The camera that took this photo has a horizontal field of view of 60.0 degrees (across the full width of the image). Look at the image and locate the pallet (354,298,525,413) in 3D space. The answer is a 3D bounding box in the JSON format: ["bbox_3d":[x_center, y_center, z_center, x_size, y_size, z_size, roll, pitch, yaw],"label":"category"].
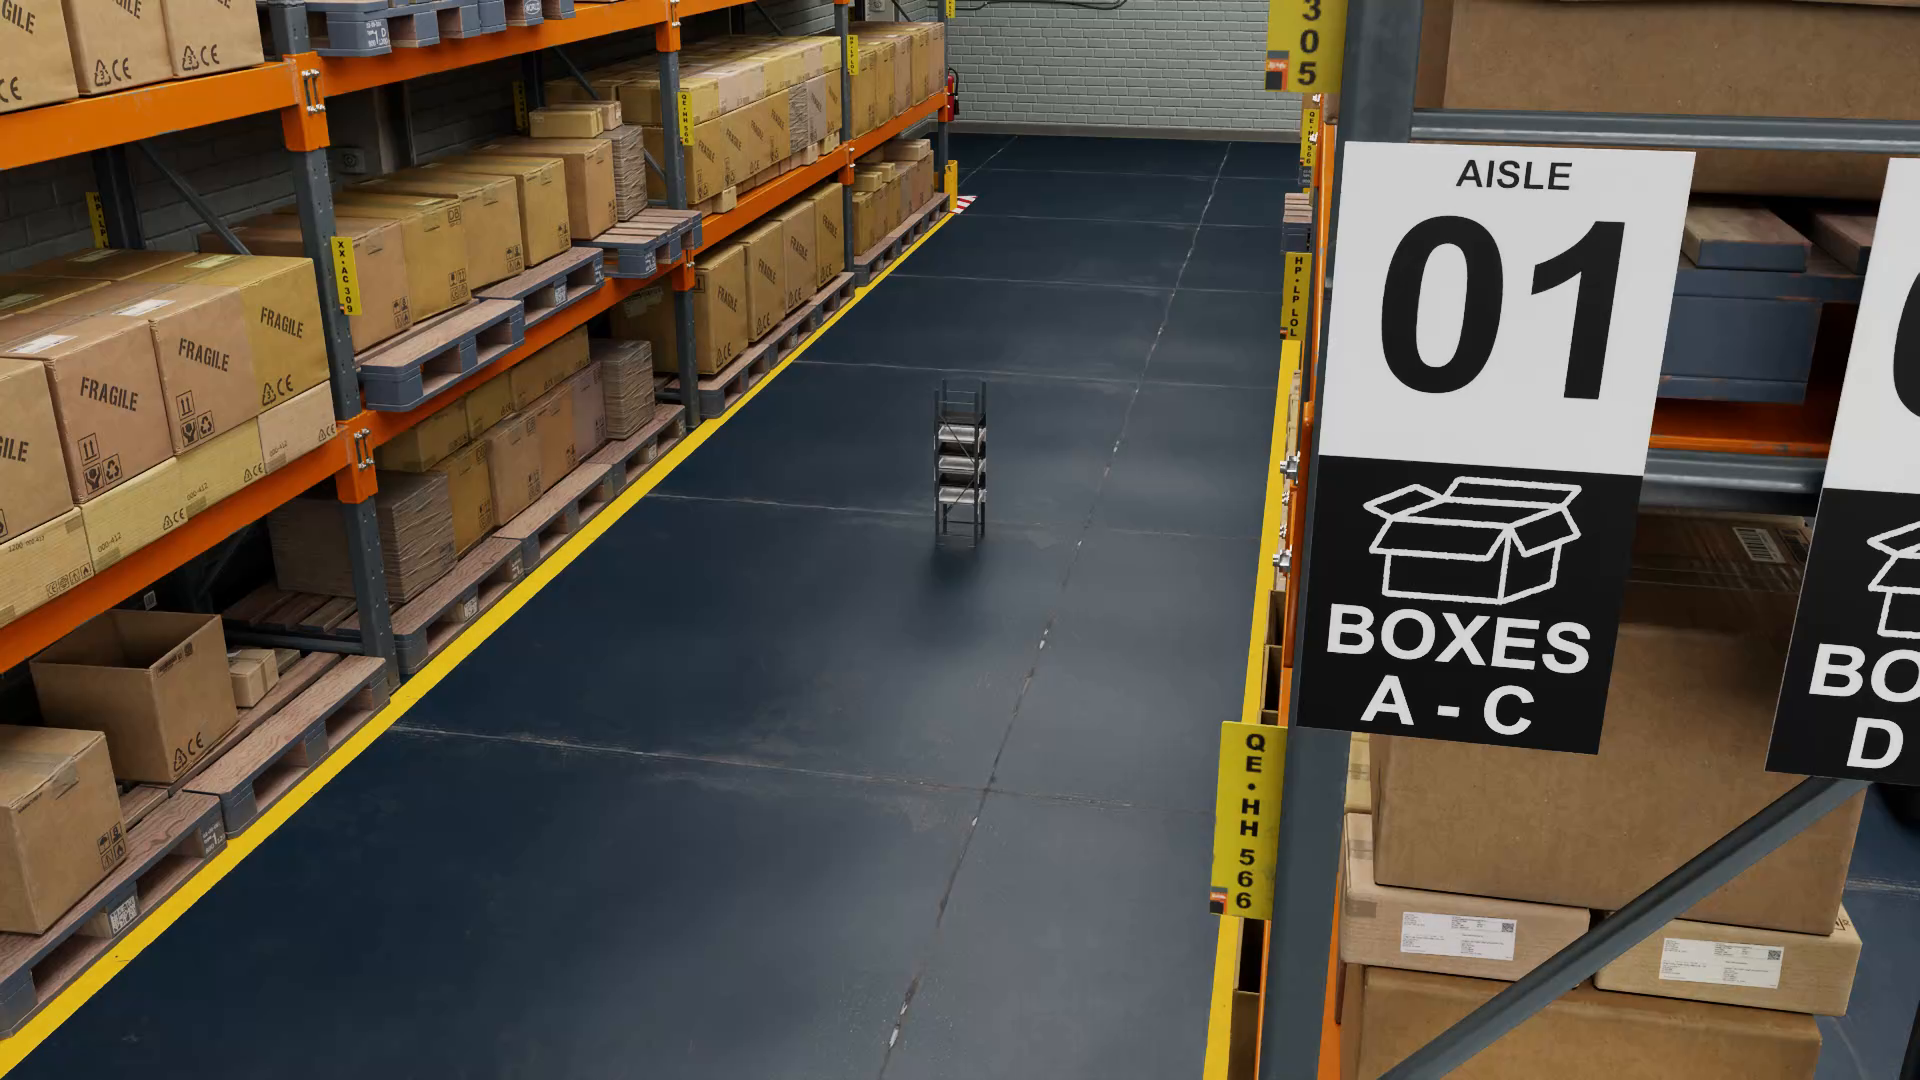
[{"bbox_3d":[-2.782,-0.910,7.854,1.003,0.211,1.213,4,22,11],"label":"pallet"}]

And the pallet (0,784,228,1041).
[{"bbox_3d":[-3.429,1.259,5.945,1.003,0.211,1.213,4,22,11],"label":"pallet"}]

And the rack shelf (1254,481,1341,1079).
[{"bbox_3d":[1.362,0.711,4.536,1.077,0.370,4.000,4,22,11],"label":"rack shelf"}]

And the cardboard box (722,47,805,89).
[{"bbox_3d":[-1.511,-3.635,12.800,0.500,0.250,0.500,5,22,12],"label":"cardboard box"}]

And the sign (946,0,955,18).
[{"bbox_3d":[-0.103,-5.720,17.673,0.100,0.325,0.005,4,22,11],"label":"sign"}]

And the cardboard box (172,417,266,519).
[{"bbox_3d":[-2.990,-0.292,6.238,0.500,0.250,0.500,5,22,11],"label":"cardboard box"}]

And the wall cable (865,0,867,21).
[{"bbox_3d":[-1.296,-6.131,19.201,0.084,1.984,1.851,4,22,11],"label":"wall cable"}]

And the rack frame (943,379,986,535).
[{"bbox_3d":[0.022,-0.458,9.285,0.240,0.900,0.006,4,22,11],"label":"rack frame"}]

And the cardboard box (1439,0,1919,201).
[{"bbox_3d":[1.075,-0.800,2.422,0.797,0.503,0.637,6,23,15],"label":"cardboard box"}]

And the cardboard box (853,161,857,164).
[{"bbox_3d":[-1.208,-3.602,16.197,0.380,0.149,0.250,5,22,11],"label":"cardboard box"}]

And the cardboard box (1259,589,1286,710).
[{"bbox_3d":[1.369,0.524,6.151,0.500,0.500,0.500,4,22,11],"label":"cardboard box"}]

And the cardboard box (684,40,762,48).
[{"bbox_3d":[-1.897,-3.857,13.354,0.500,0.250,0.500,5,22,12],"label":"cardboard box"}]

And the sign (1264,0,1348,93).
[{"bbox_3d":[0.425,-0.703,1.990,0.100,0.325,0.005,4,22,11],"label":"sign"}]

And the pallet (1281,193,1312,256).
[{"bbox_3d":[2.656,-1.981,10.515,1.213,0.211,1.003,4,22,11],"label":"pallet"}]

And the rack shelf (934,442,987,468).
[{"bbox_3d":[0.002,-0.473,9.172,0.258,0.077,0.200,4,22,11],"label":"rack shelf"}]

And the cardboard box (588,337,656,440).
[{"bbox_3d":[-2.360,-0.971,10.505,0.700,0.500,0.500,5,22,12],"label":"cardboard box"}]

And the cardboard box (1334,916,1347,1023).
[{"bbox_3d":[1.164,0.700,3.466,0.700,0.500,0.500,5,22,12],"label":"cardboard box"}]

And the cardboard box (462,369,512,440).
[{"bbox_3d":[-2.757,-0.745,8.942,0.500,0.250,0.500,4,22,9],"label":"cardboard box"}]

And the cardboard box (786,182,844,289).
[{"bbox_3d":[-1.453,-2.606,14.125,0.750,0.750,0.750,5,22,12],"label":"cardboard box"}]

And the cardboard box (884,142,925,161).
[{"bbox_3d":[-0.576,-4.037,17.278,0.380,0.149,0.250,5,22,12],"label":"cardboard box"}]

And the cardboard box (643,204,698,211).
[{"bbox_3d":[-1.970,-2.189,11.083,0.380,0.149,0.250,4,22,10],"label":"cardboard box"}]

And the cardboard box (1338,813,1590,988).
[{"bbox_3d":[0.845,0.607,2.829,0.380,0.149,0.250,4,22,10],"label":"cardboard box"}]

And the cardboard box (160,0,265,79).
[{"bbox_3d":[-2.942,-1.973,6.061,0.500,0.500,0.500,5,22,12],"label":"cardboard box"}]

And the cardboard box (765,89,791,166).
[{"bbox_3d":[-1.597,-3.108,12.497,0.500,0.500,0.500,5,22,12],"label":"cardboard box"}]

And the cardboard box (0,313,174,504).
[{"bbox_3d":[-3.084,-0.455,5.639,0.500,0.500,0.500,4,22,9],"label":"cardboard box"}]

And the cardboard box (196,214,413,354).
[{"bbox_3d":[-2.943,-1.164,7.507,0.700,0.500,0.500,5,22,11],"label":"cardboard box"}]

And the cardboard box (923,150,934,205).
[{"bbox_3d":[-0.677,-3.891,17.783,0.700,0.500,0.500,4,22,11],"label":"cardboard box"}]

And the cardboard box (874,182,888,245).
[{"bbox_3d":[-1.089,-3.141,15.920,0.700,0.500,0.500,4,22,10],"label":"cardboard box"}]

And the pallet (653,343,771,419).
[{"bbox_3d":[-2.029,-1.182,12.007,1.003,0.211,1.213,4,22,11],"label":"pallet"}]

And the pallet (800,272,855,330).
[{"bbox_3d":[-1.531,-2.075,14.223,1.003,0.211,1.213,4,22,11],"label":"pallet"}]

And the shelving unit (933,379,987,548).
[{"bbox_3d":[0.002,-0.420,9.193,0.258,0.900,0.210,4,22,11],"label":"shelving unit"}]

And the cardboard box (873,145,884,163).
[{"bbox_3d":[-1.001,-3.976,17.126,0.380,0.149,0.250,5,22,11],"label":"cardboard box"}]

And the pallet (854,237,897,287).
[{"bbox_3d":[-1.216,-2.635,15.613,1.003,0.211,1.213,4,22,11],"label":"pallet"}]

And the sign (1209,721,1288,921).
[{"bbox_3d":[0.425,0.415,2.440,0.100,0.325,0.005,4,22,11],"label":"sign"}]

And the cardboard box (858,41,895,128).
[{"bbox_3d":[-1.167,-4.259,15.512,0.980,0.700,0.700,4,22,10],"label":"cardboard box"}]

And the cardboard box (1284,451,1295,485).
[{"bbox_3d":[1.882,-0.260,8.352,0.500,0.311,0.500,4,22,10],"label":"cardboard box"}]

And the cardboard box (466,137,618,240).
[{"bbox_3d":[-2.438,-2.065,9.742,0.700,0.500,0.500,2,22,6],"label":"cardboard box"}]

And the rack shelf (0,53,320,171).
[{"bbox_3d":[-3.488,-1.057,4.910,1.077,0.370,4.000,4,22,11],"label":"rack shelf"}]

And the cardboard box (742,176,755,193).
[{"bbox_3d":[-1.735,-2.661,12.256,0.380,0.149,0.250,5,22,12],"label":"cardboard box"}]

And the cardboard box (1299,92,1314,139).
[{"bbox_3d":[3.087,-3.365,12.997,0.700,0.500,0.500,-3,22,-7],"label":"cardboard box"}]

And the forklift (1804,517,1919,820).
[{"bbox_3d":[4.561,-0.702,7.174,1.130,2.935,3.031,6,23,13],"label":"forklift"}]

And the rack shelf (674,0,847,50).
[{"bbox_3d":[-1.856,-3.982,12.174,1.077,0.370,4.000,4,22,11],"label":"rack shelf"}]

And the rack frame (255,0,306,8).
[{"bbox_3d":[-3.080,-3.513,6.031,1.000,3.000,0.127,4,22,11],"label":"rack frame"}]

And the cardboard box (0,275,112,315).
[{"bbox_3d":[-3.490,-0.673,6.180,0.500,0.500,0.500,4,22,11],"label":"cardboard box"}]

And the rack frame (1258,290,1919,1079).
[{"bbox_3d":[0.954,1.109,2.585,1.000,3.000,0.127,4,22,11],"label":"rack frame"}]

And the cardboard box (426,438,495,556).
[{"bbox_3d":[-2.890,-0.238,8.687,0.700,0.500,0.500,4,22,10],"label":"cardboard box"}]

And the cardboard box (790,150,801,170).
[{"bbox_3d":[-1.476,-3.033,13.178,0.380,0.149,0.250,4,22,11],"label":"cardboard box"}]

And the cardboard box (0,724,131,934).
[{"bbox_3d":[-3.352,0.969,5.690,0.700,0.500,0.500,3,22,8],"label":"cardboard box"}]

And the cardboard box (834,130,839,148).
[{"bbox_3d":[-1.240,-3.404,14.099,0.380,0.149,0.250,5,22,11],"label":"cardboard box"}]
